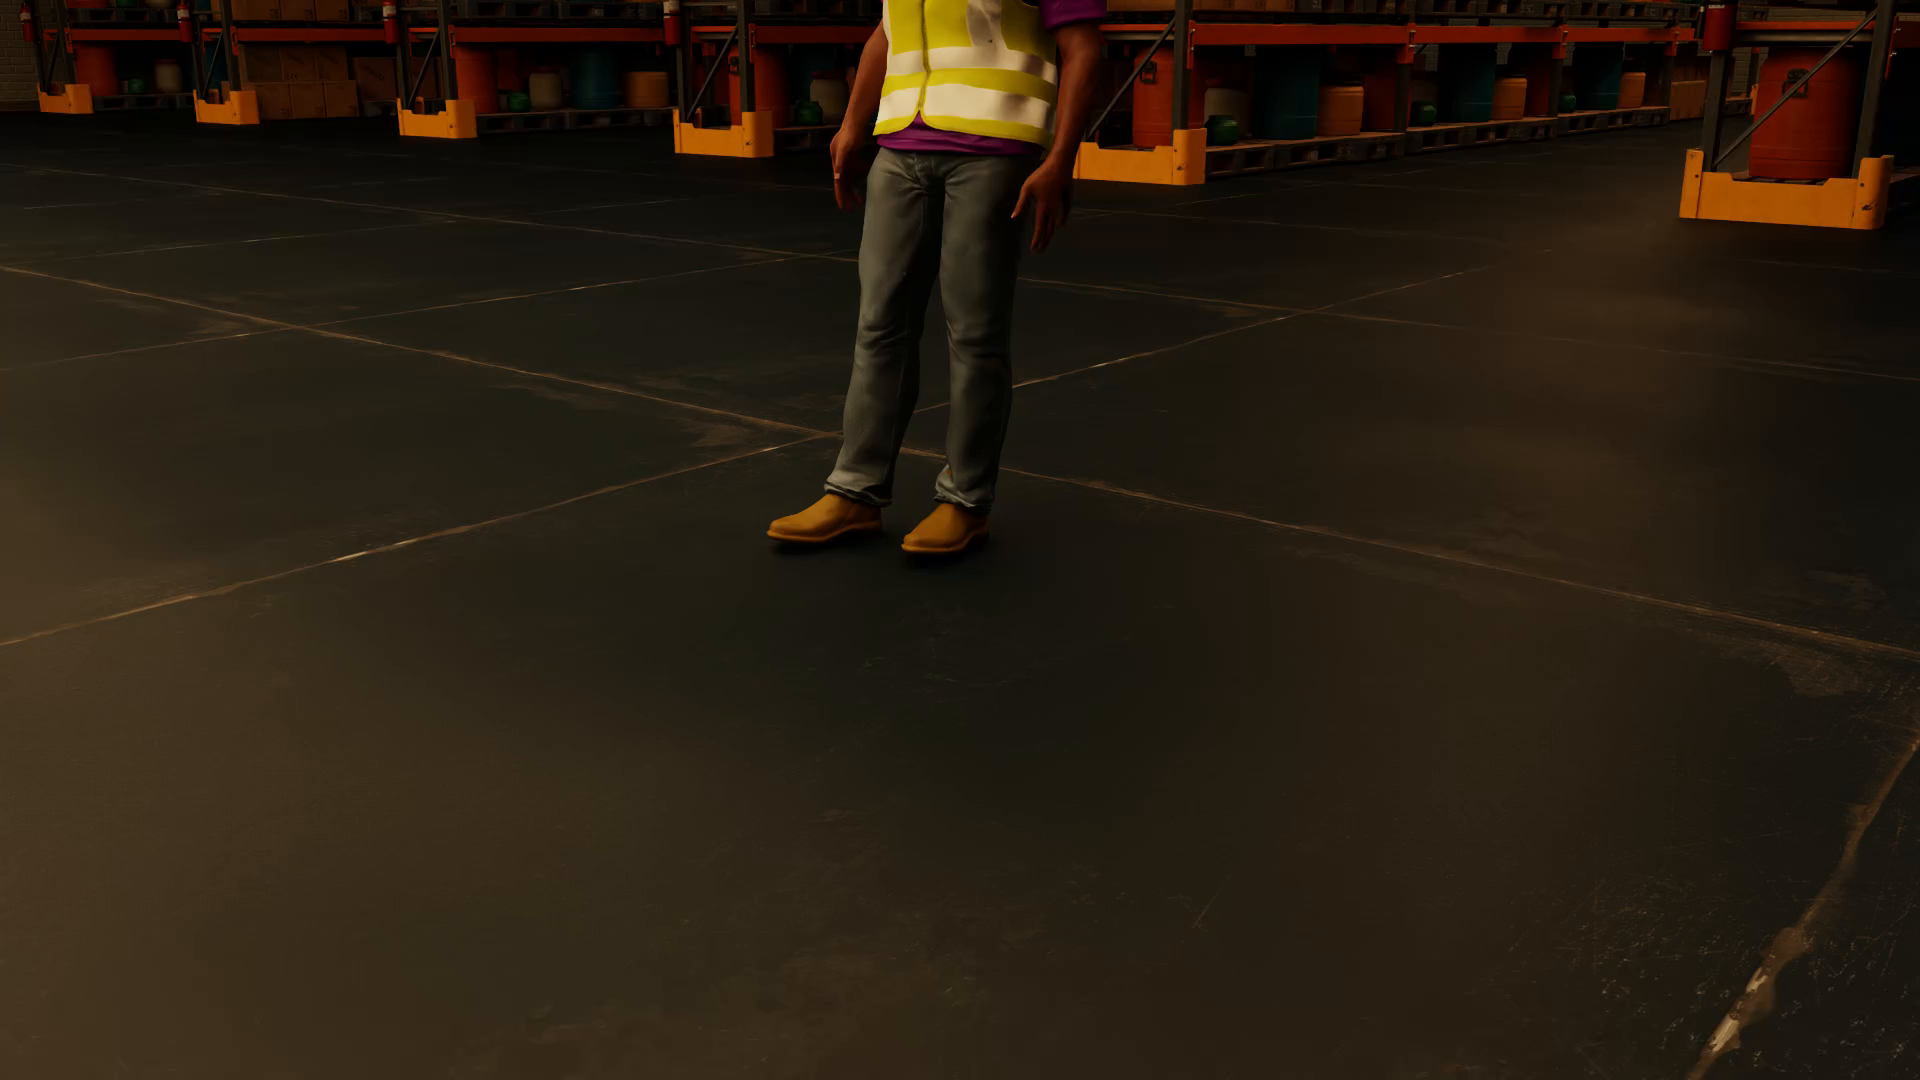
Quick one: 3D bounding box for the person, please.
[{"bbox_3d":[-0.049,-0.838,3.636,0.665,1.765,0.577,13,21,37],"label":"person"}]
